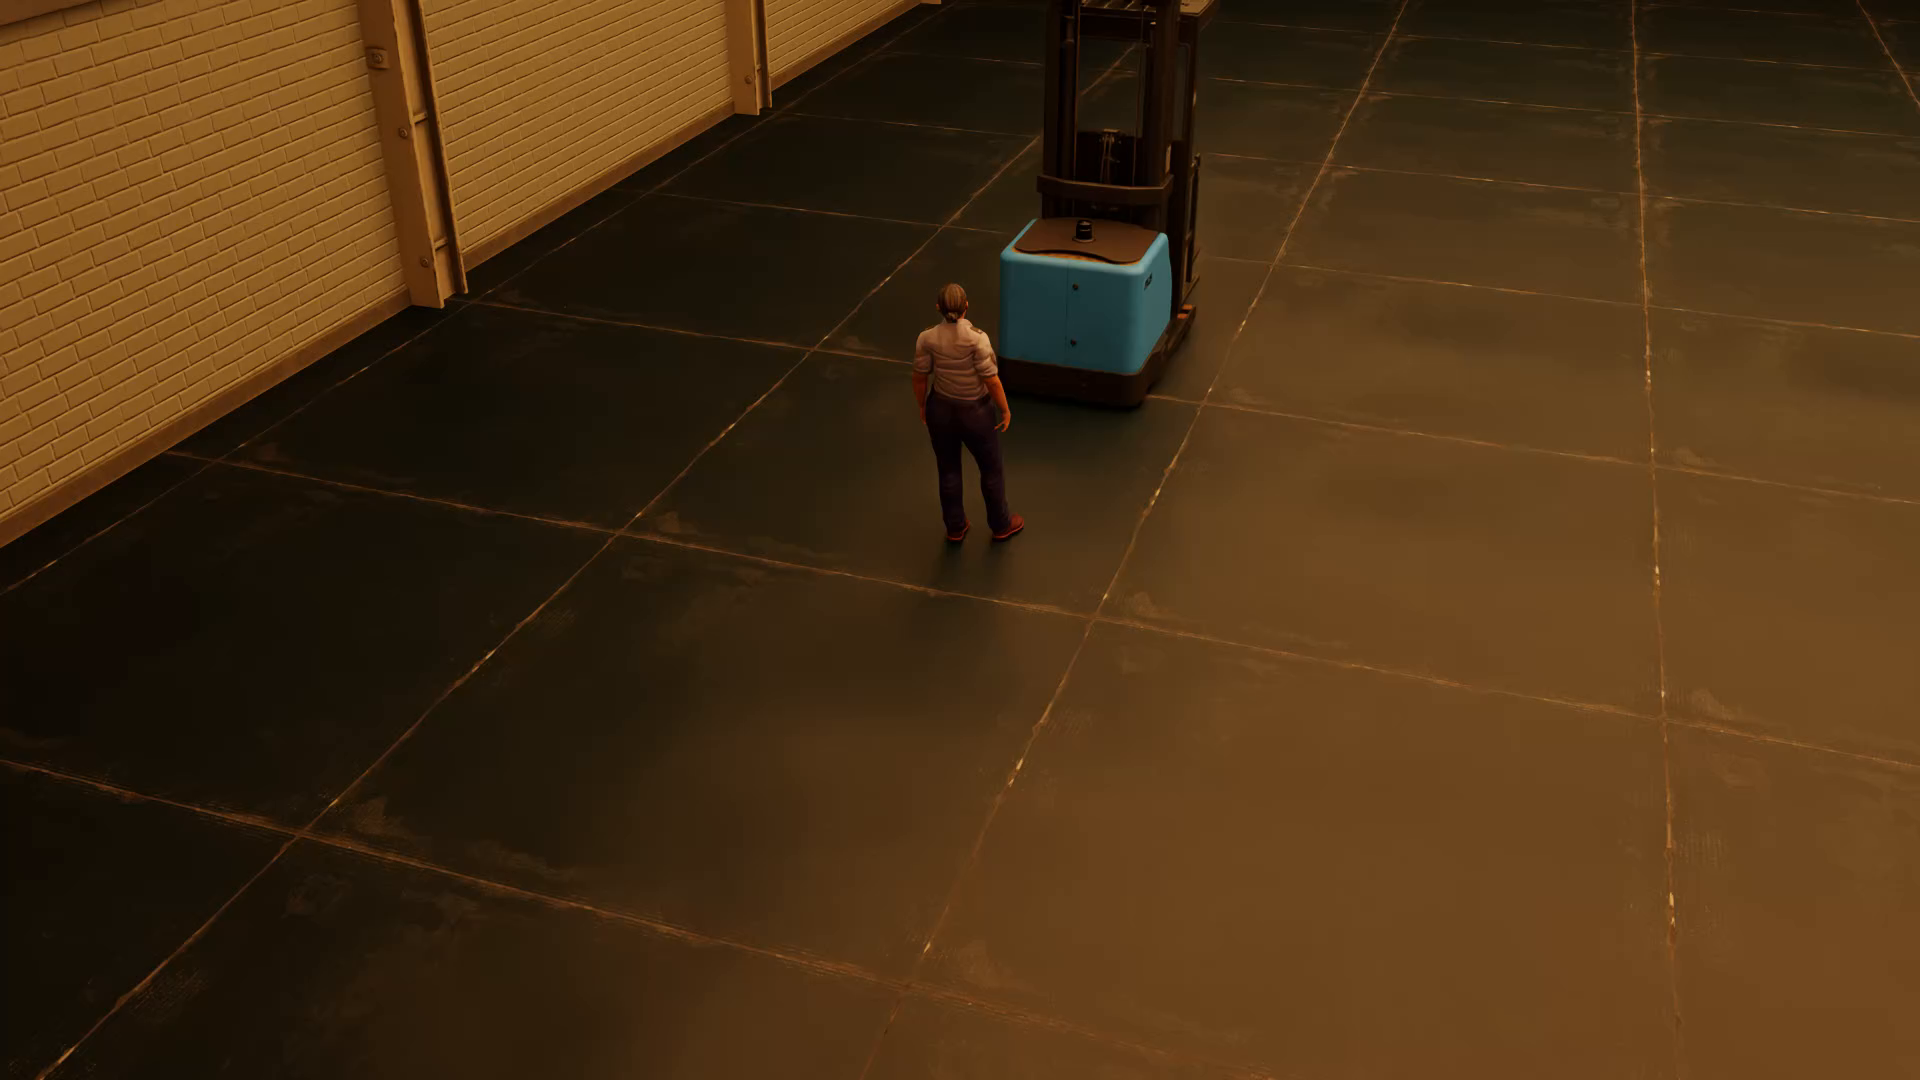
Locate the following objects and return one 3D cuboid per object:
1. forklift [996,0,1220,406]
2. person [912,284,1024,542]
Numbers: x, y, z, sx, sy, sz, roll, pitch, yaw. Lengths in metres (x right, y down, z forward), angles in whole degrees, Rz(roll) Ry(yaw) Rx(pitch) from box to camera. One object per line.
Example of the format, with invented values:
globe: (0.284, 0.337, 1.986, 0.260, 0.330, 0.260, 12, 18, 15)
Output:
forklift: (1.219, -2.920, 12.259, 1.130, 2.935, 3.031, 10, 31, 16)
person: (0.051, -0.757, 9.754, 0.598, 1.643, 0.502, 10, 31, 16)
